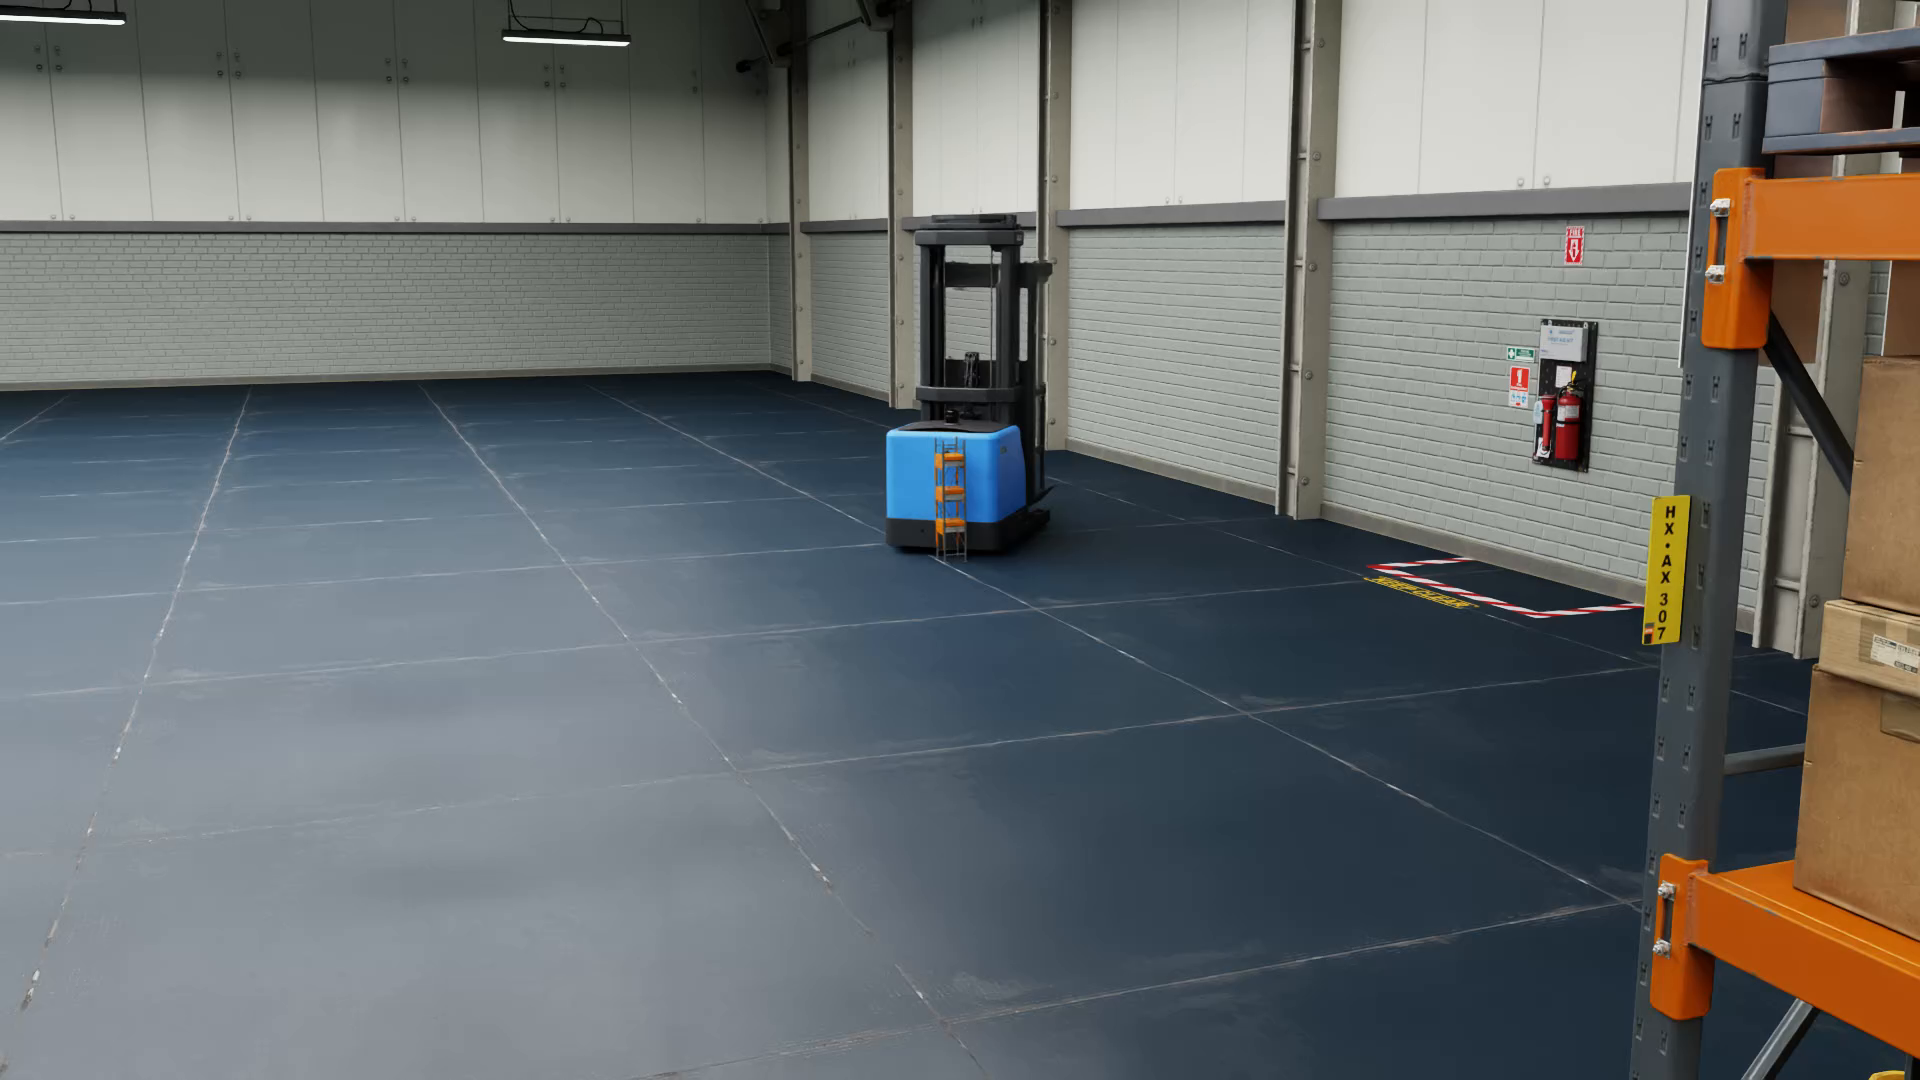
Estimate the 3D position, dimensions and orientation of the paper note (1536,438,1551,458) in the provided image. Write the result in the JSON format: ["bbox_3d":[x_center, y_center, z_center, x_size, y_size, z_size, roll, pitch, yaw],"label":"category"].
[{"bbox_3d":[4.697,-0.743,13.380,0.016,0.148,0.142,-4,11,-21],"label":"paper note"}]

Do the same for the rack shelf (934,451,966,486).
[{"bbox_3d":[-0.083,-0.612,14.126,0.215,0.259,0.240,-4,11,-15],"label":"rack shelf"}]

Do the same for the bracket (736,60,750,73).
[{"bbox_3d":[-4.481,-9.813,34.446,0.235,0.232,0.430,-4,11,-21],"label":"bracket"}]

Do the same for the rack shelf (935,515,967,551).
[{"bbox_3d":[-0.076,-0.060,14.226,0.215,0.259,0.240,-4,11,-15],"label":"rack shelf"}]

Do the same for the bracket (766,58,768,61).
[{"bbox_3d":[-3.622,-9.427,32.271,0.235,0.232,0.430,-4,11,-21],"label":"bracket"}]

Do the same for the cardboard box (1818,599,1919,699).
[{"bbox_3d":[1.996,0.206,3.389,0.380,0.149,0.250,-4,11,-21],"label":"cardboard box"}]

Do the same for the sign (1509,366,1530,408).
[{"bbox_3d":[4.592,-1.258,13.657,0.001,0.329,0.234,-4,11,-21],"label":"sign"}]

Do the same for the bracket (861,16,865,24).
[{"bbox_3d":[-1.448,-8.447,26.765,0.235,0.232,0.430,-4,11,-21],"label":"bracket"}]

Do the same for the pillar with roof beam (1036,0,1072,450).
[{"bbox_3d":[-2.805,-5.377,19.785,9.100,9.000,0.400,-4,11,-21],"label":"pillar with roof beam"}]

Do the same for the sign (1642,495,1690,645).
[{"bbox_3d":[1.536,0.066,3.616,0.100,0.325,0.005,-4,11,-21],"label":"sign"}]

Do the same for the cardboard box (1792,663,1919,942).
[{"bbox_3d":[2.212,0.525,3.450,0.700,0.500,0.500,-4,11,-21],"label":"cardboard box"}]

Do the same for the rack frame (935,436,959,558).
[{"bbox_3d":[-0.113,-0.364,14.291,0.200,1.050,0.008,-4,11,-15],"label":"rack frame"}]

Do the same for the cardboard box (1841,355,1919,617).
[{"bbox_3d":[2.231,-0.105,3.288,0.700,0.500,0.500,-4,11,-21],"label":"cardboard box"}]

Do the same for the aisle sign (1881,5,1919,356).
[{"bbox_3d":[2.305,-0.812,3.829,0.394,0.787,0.004,-4,11,-21],"label":"aisle sign"}]

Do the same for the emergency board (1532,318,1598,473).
[{"bbox_3d":[4.696,-1.144,13.116,0.194,1.169,0.643,-4,11,-21],"label":"emergency board"}]

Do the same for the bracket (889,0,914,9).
[{"bbox_3d":[-0.213,-7.891,23.639,0.076,0.066,4.783,-4,11,-21],"label":"bracket"}]

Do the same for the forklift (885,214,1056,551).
[{"bbox_3d":[0.242,-1.560,15.650,1.130,2.935,3.031,3,10,16],"label":"forklift"}]

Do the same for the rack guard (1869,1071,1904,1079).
[{"bbox_3d":[2.046,1.724,4.132,1.175,0.500,0.348,-4,11,-21],"label":"rack guard"}]

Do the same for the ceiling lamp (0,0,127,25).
[{"bbox_3d":[-13.205,-9.072,23.887,2.000,3.185,0.800,-4,11,-21],"label":"ceiling lamp"}]

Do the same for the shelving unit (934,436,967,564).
[{"bbox_3d":[-0.080,-0.344,14.175,0.215,1.050,0.252,-4,11,-15],"label":"shelving unit"}]

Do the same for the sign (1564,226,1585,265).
[{"bbox_3d":[4.786,-2.293,12.956,0.001,0.298,0.199,-4,11,-21],"label":"sign"}]

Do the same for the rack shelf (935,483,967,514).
[{"bbox_3d":[-0.080,-0.333,14.177,0.215,0.259,0.240,-4,11,-15],"label":"rack shelf"}]

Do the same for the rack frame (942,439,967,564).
[{"bbox_3d":[-0.047,-0.323,14.059,0.200,1.050,0.008,-4,11,-15],"label":"rack frame"}]

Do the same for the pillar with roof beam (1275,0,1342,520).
[{"bbox_3d":[-0.630,-4.398,14.279,9.100,9.000,0.400,-4,11,-21],"label":"pillar with roof beam"}]

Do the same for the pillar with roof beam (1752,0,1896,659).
[{"bbox_3d":[1.544,-3.419,8.773,9.100,9.000,0.400,-4,11,-21],"label":"pillar with roof beam"}]

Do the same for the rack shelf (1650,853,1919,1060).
[{"bbox_3d":[2.780,1.178,2.119,1.077,0.370,4.000,-4,11,-21],"label":"rack shelf"}]

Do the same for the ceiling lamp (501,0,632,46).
[{"bbox_3d":[-6.364,-9.537,26.505,2.000,3.185,0.800,-4,11,-21],"label":"ceiling lamp"}]

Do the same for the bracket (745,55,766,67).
[{"bbox_3d":[-4.267,-9.717,33.904,0.076,0.066,3.189,-4,11,-21],"label":"bracket"}]

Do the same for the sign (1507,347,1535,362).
[{"bbox_3d":[4.585,-1.518,13.603,0.001,0.109,0.331,-4,11,-21],"label":"sign"}]

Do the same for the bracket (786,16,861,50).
[{"bbox_3d":[-2.388,-8.871,29.145,0.076,0.066,4.783,-4,11,-21],"label":"bracket"}]

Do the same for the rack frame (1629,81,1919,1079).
[{"bbox_3d":[2.055,0.497,3.892,1.000,3.000,0.127,-4,11,-21],"label":"rack frame"}]

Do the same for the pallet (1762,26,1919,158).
[{"bbox_3d":[2.287,-0.819,2.978,1.003,0.211,1.213,-4,11,-21],"label":"pallet"}]

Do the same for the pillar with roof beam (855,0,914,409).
[{"bbox_3d":[-4.979,-6.357,25.290,9.100,9.000,0.548,-4,11,-21],"label":"pillar with roof beam"}]

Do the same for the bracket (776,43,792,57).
[{"bbox_3d":[-3.321,-9.291,31.509,0.235,0.232,0.430,-4,11,-21],"label":"bracket"}]

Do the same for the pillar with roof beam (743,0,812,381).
[{"bbox_3d":[-7.153,-7.336,30.796,9.100,9.000,0.548,-4,11,-21],"label":"pillar with roof beam"}]

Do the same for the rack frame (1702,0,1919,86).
[{"bbox_3d":[2.055,-2.457,3.366,1.000,3.000,0.127,-4,11,-21],"label":"rack frame"}]

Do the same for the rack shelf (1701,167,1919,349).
[{"bbox_3d":[2.780,-0.299,1.857,1.077,0.370,4.000,-4,11,-21],"label":"rack shelf"}]

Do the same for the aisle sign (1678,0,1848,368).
[{"bbox_3d":[1.746,-0.774,3.615,0.394,0.787,0.004,-4,11,-21],"label":"aisle sign"}]

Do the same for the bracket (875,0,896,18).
[{"bbox_3d":[-1.147,-8.312,26.004,0.235,0.232,0.430,-4,11,-21],"label":"bracket"}]
